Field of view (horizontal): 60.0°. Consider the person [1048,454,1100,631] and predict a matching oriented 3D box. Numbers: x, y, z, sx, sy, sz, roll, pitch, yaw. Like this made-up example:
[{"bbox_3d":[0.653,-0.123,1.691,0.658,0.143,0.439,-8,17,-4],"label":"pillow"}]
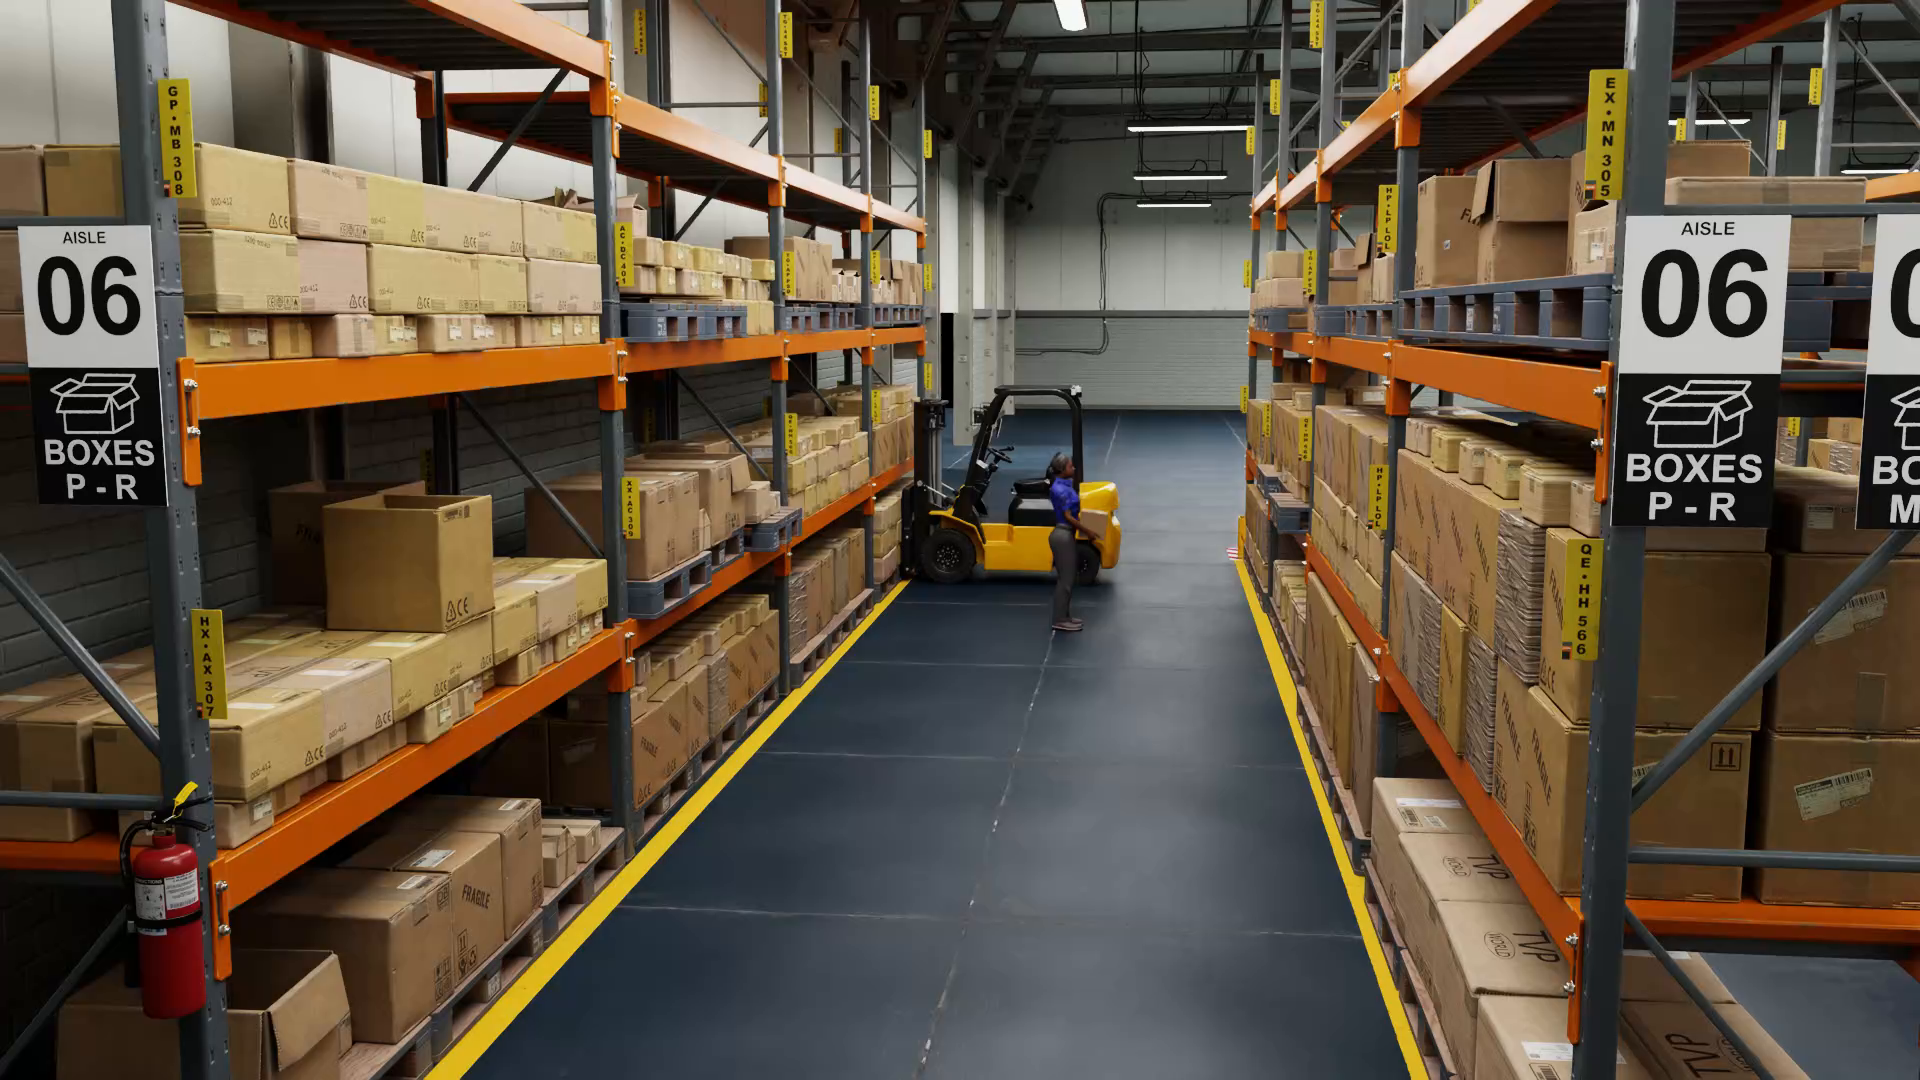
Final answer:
[{"bbox_3d":[1.081,0.019,15.716,0.503,1.654,0.450,1,8,7],"label":"person"}]
